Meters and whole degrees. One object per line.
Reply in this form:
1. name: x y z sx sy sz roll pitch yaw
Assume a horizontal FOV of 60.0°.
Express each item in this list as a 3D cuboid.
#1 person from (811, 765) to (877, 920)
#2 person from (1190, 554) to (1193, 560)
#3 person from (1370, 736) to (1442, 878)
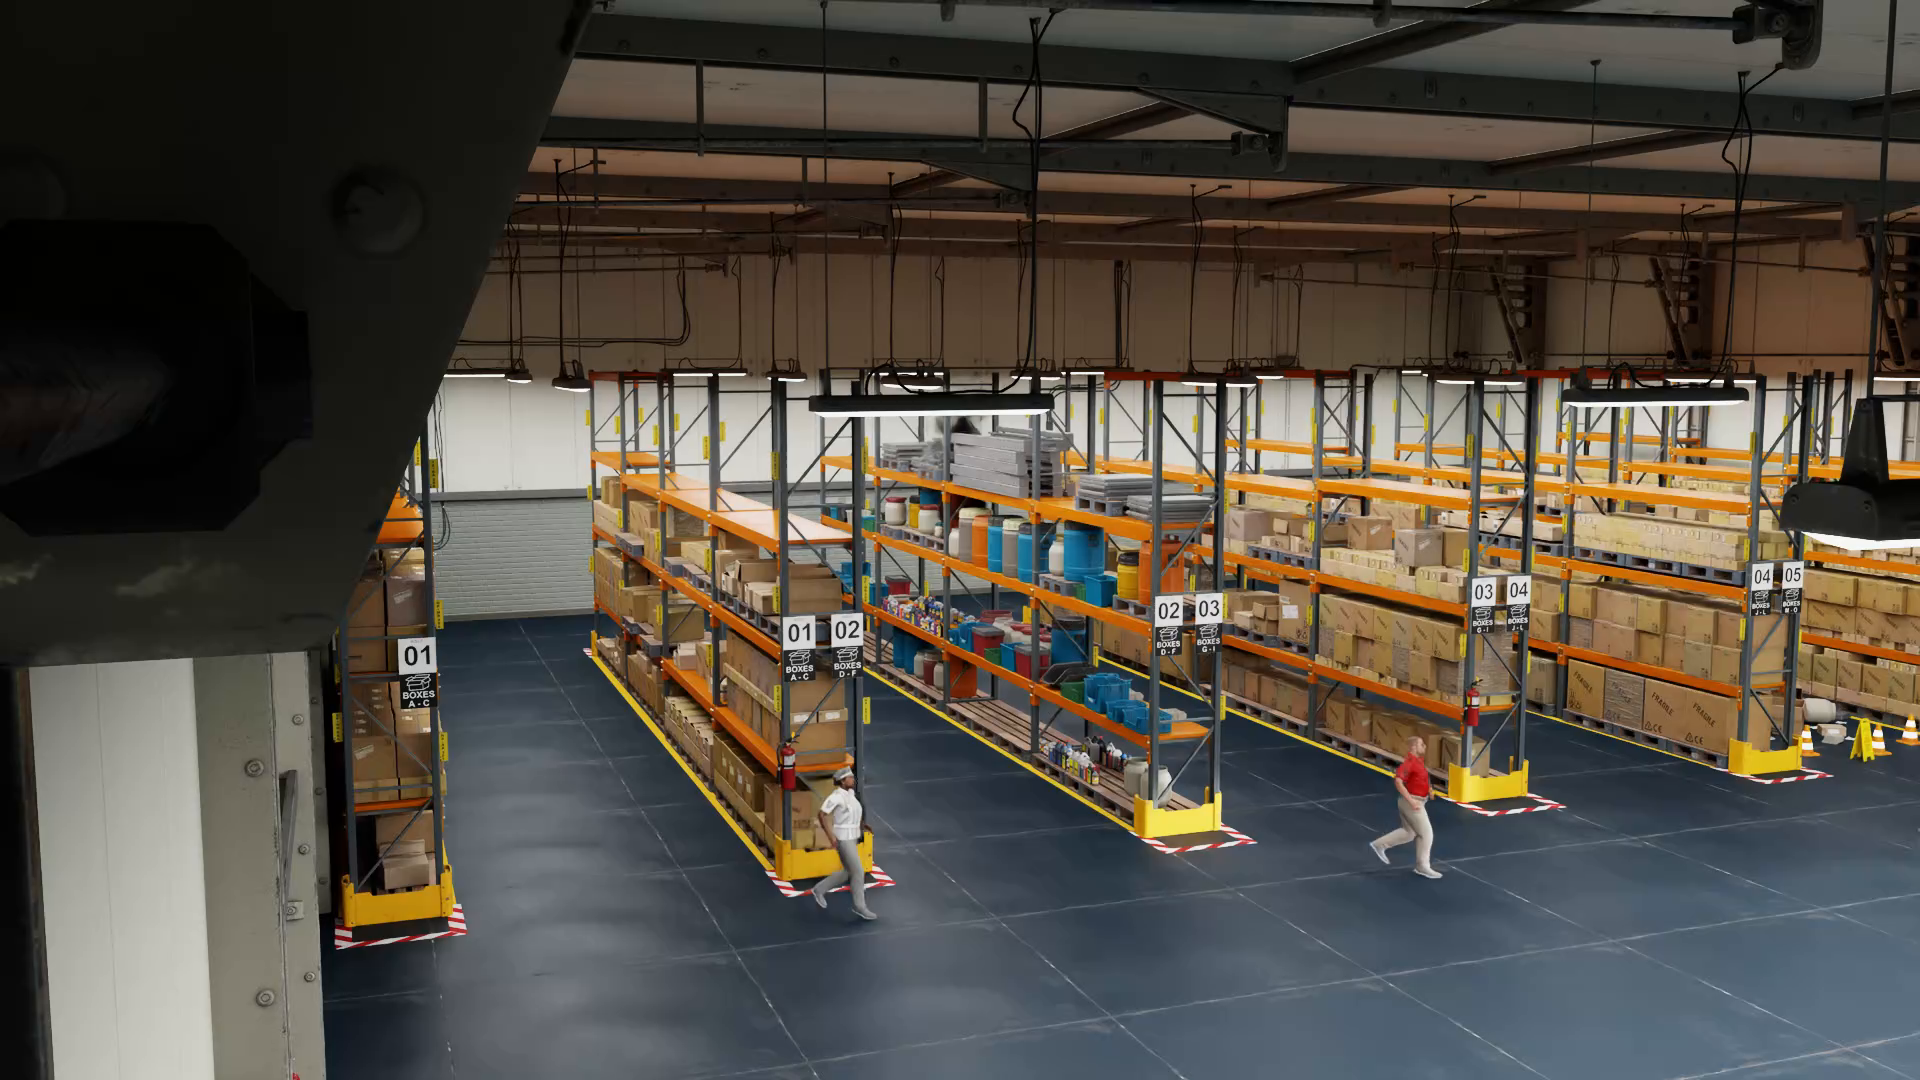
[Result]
1. person: -1.287 3.404 18.866 0.817 1.689 0.616 2 7 18
2. person: 5.410 1.184 38.747 0.724 1.724 0.664 -1 6 -10
3. person: 5.457 3.238 20.279 0.868 1.730 0.675 2 7 14
